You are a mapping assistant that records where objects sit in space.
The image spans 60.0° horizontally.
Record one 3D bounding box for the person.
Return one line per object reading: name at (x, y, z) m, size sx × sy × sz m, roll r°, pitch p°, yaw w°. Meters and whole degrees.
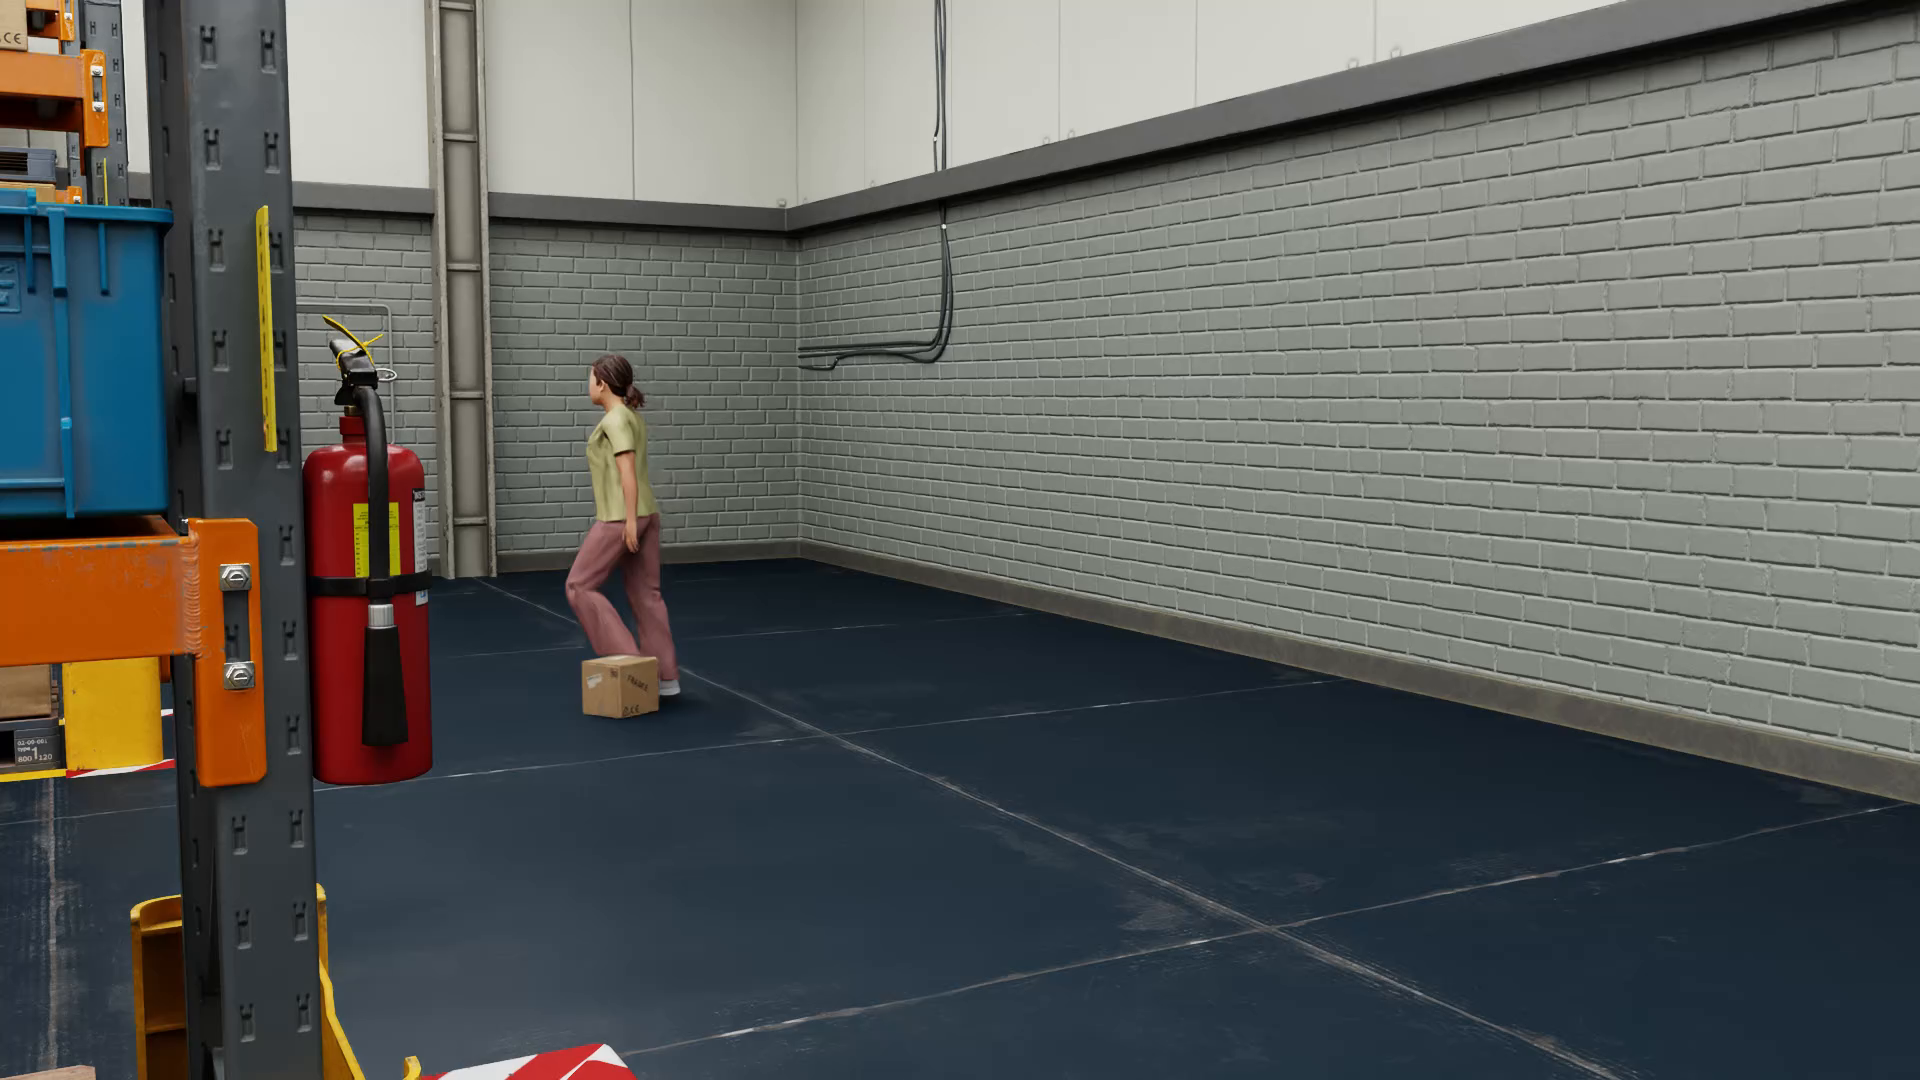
person at (-1.609, -0.069, 8.069) m, size 0.520 × 1.651 × 0.474 m, roll 1°, pitch 5°, yaw 10°
